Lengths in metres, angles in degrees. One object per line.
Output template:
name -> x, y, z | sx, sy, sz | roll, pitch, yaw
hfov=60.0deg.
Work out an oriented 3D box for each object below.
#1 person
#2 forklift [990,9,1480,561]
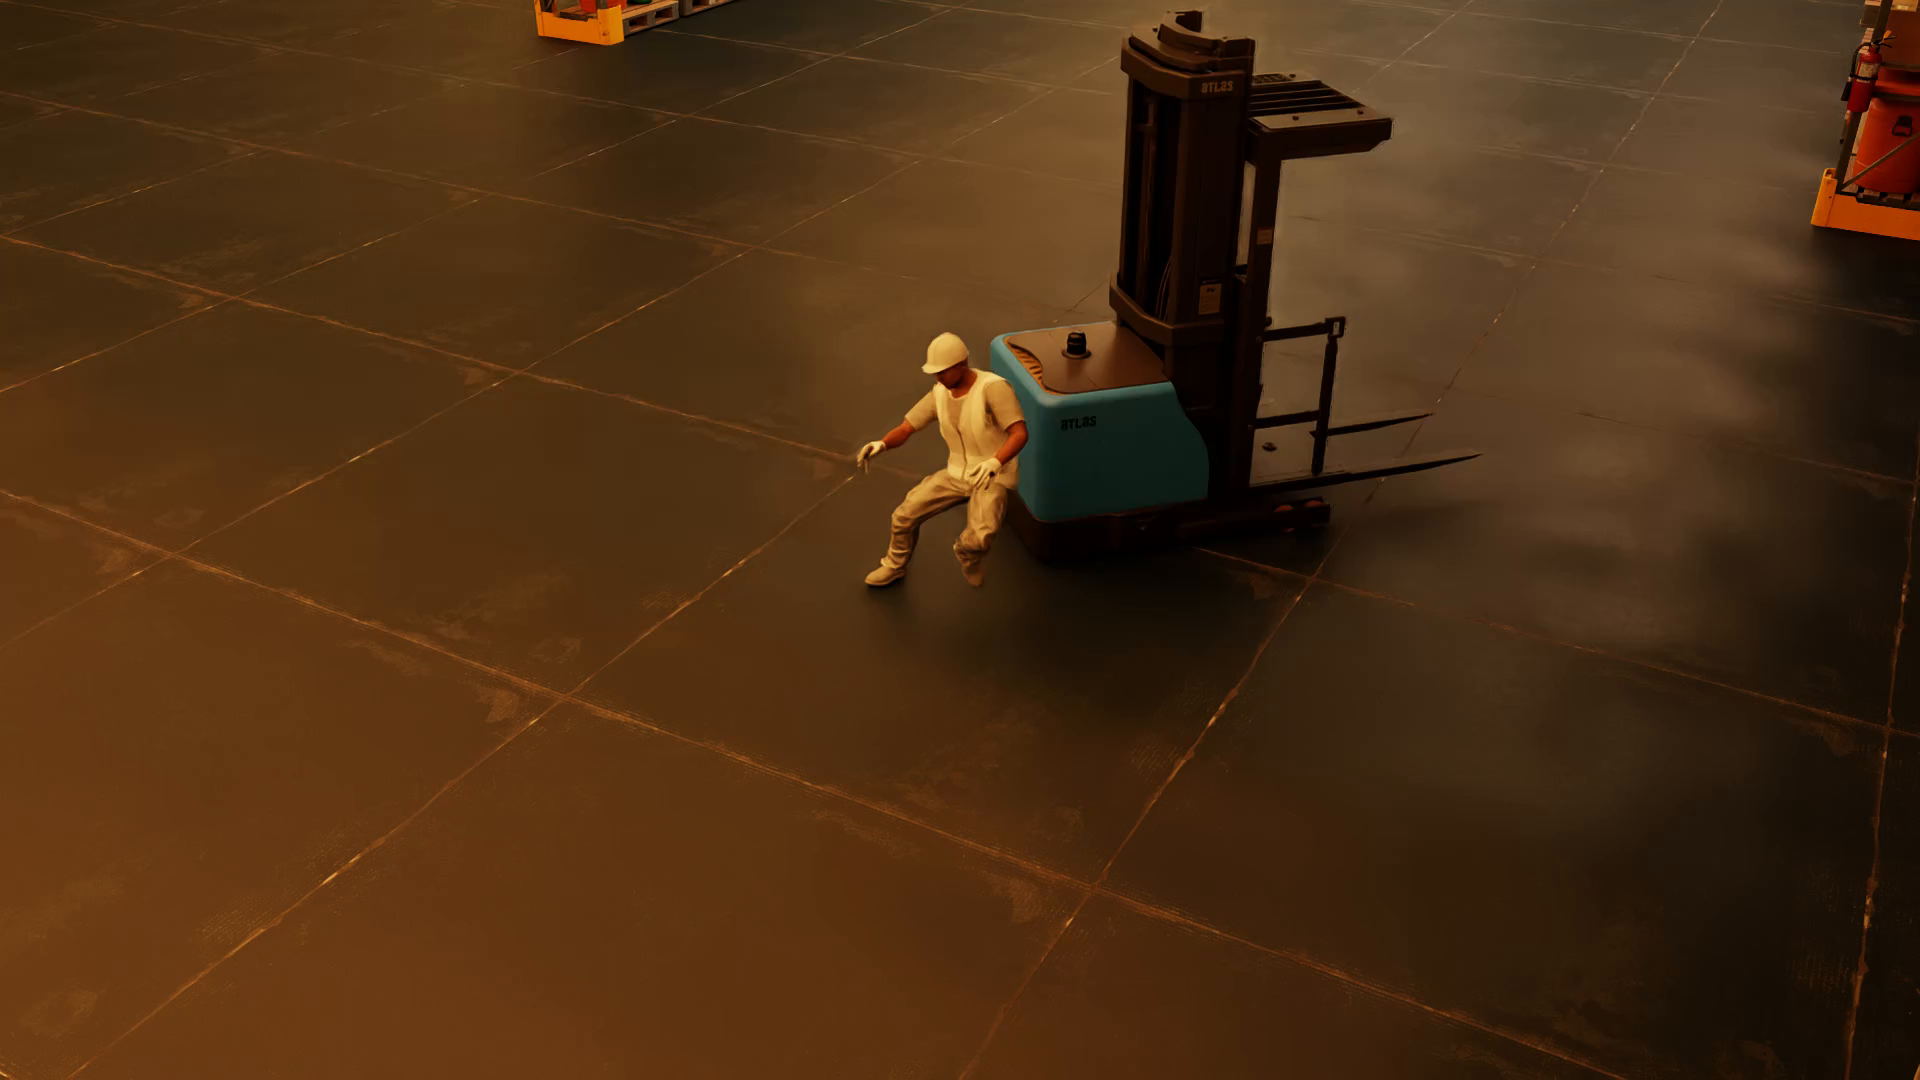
person -> -0.104, -0.326, 9.023 | 0.906, 1.559, 0.829 | 24, 38, 35
forklift -> 1.744, -1.559, 9.773 | 3.031, 2.935, 1.130 | -9, 31, -15
